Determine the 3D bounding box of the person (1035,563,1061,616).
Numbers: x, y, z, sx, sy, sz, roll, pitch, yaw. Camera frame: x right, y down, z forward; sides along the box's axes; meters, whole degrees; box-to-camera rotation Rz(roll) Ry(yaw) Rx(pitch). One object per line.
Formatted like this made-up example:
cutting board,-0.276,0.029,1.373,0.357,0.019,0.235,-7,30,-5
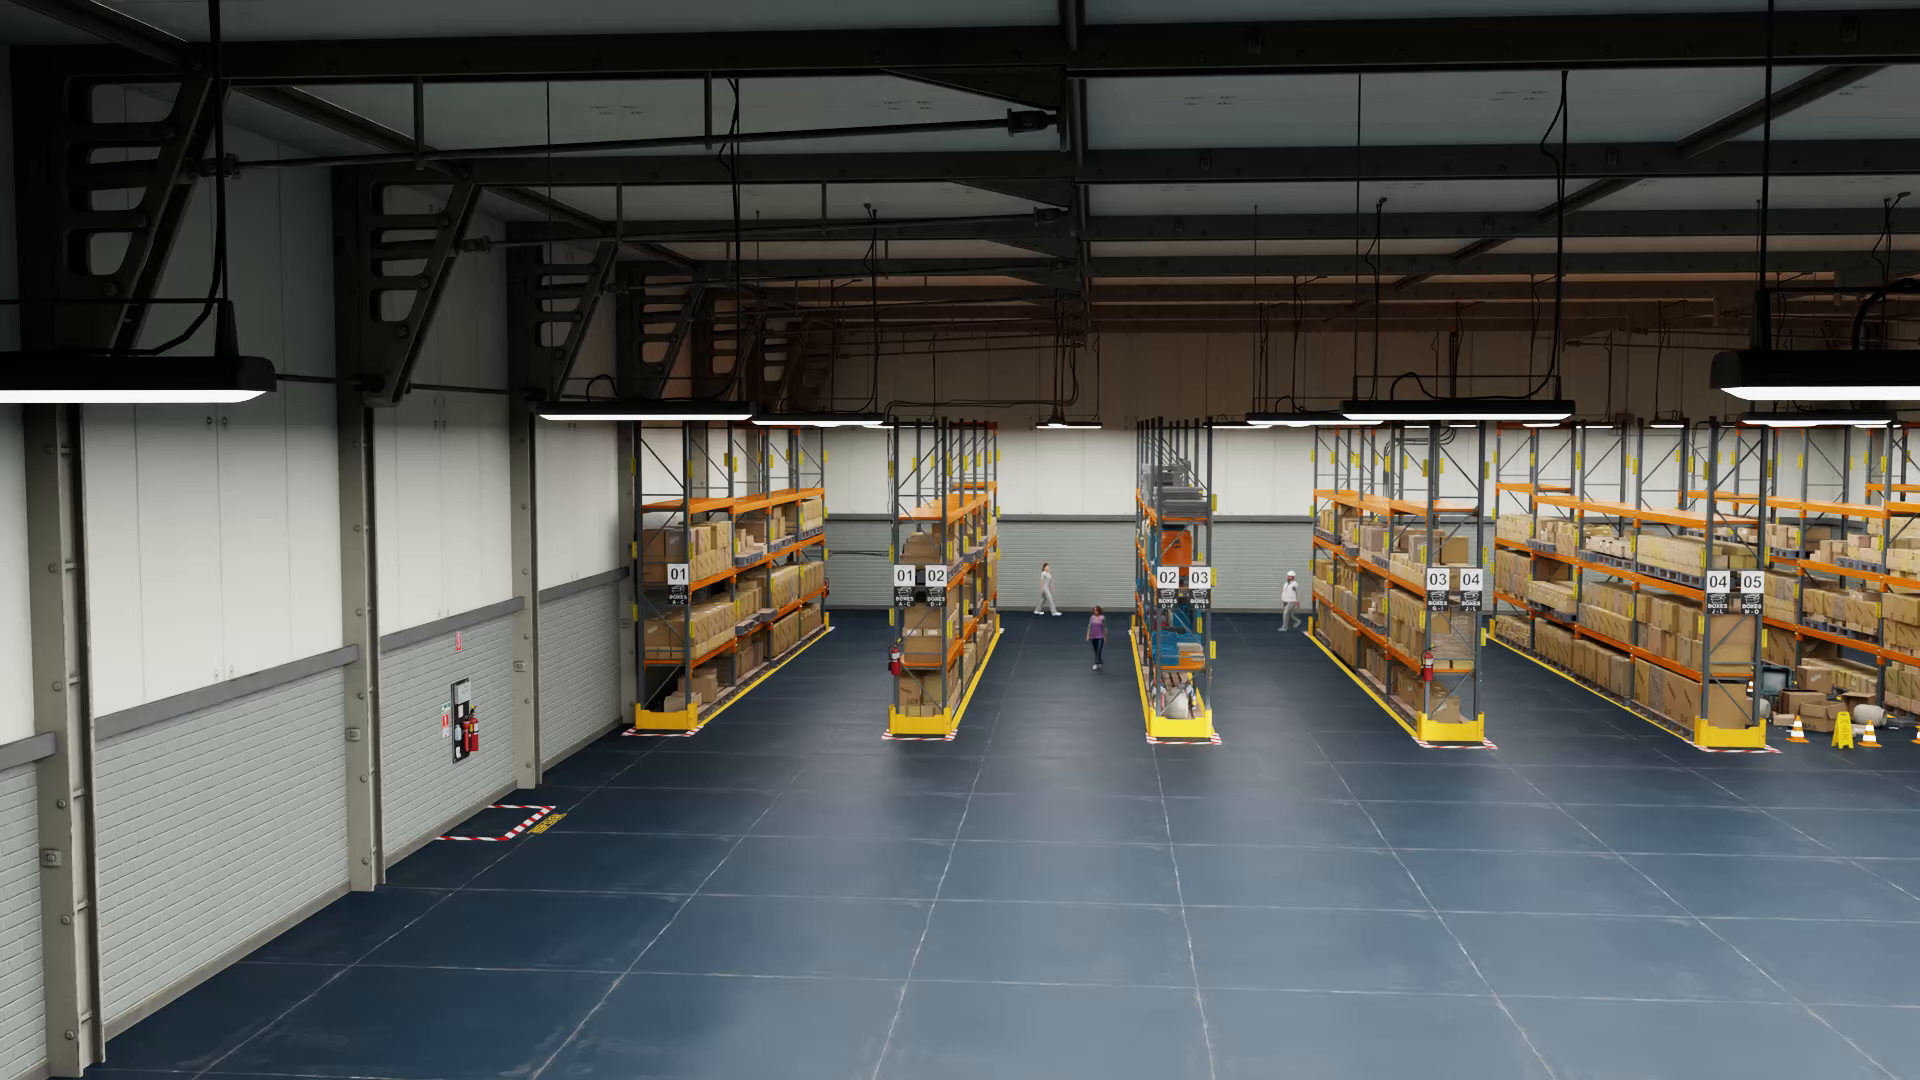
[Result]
person,2.738,1.527,51.657,0.953,1.632,0.466,2,4,31

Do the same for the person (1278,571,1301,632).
person,9.442,1.746,47.573,0.959,1.729,0.532,-2,4,-29

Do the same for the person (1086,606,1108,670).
person,3.243,2.340,39.735,0.442,1.545,0.972,2,4,28

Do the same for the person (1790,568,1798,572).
person,24.891,1.645,49.552,0.785,1.649,0.485,-2,4,-26
